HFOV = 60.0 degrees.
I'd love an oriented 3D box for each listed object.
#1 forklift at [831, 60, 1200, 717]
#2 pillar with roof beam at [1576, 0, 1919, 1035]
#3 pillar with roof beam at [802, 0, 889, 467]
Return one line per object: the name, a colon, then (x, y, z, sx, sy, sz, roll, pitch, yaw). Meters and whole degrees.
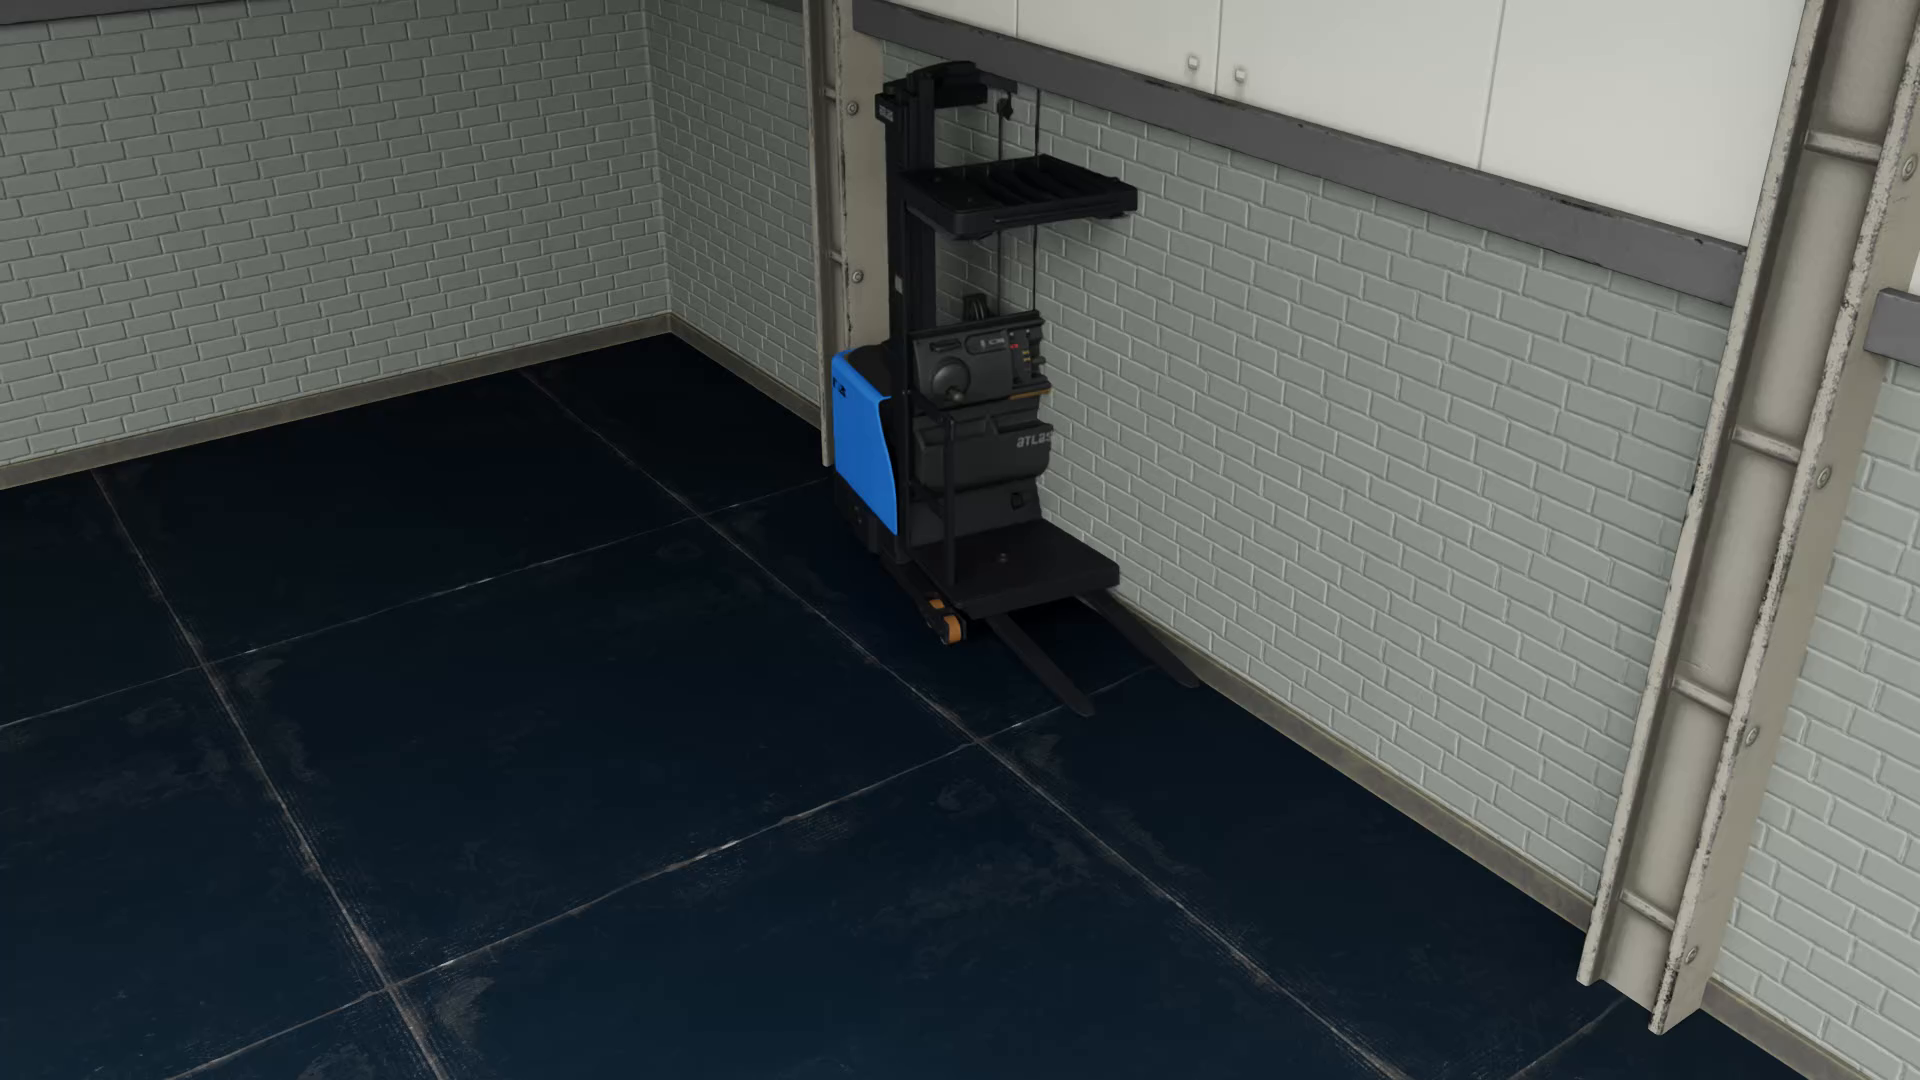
forklift: (0.278, -0.946, 8.921, 1.130, 2.935, 3.031, -12, 31, -22)
pillar with roof beam: (-0.714, -0.909, 2.494, 9.100, 9.000, 0.400, -19, 34, -31)
pillar with roof beam: (-4.195, -3.241, 6.789, 9.100, 9.000, 0.400, -19, 34, -31)
